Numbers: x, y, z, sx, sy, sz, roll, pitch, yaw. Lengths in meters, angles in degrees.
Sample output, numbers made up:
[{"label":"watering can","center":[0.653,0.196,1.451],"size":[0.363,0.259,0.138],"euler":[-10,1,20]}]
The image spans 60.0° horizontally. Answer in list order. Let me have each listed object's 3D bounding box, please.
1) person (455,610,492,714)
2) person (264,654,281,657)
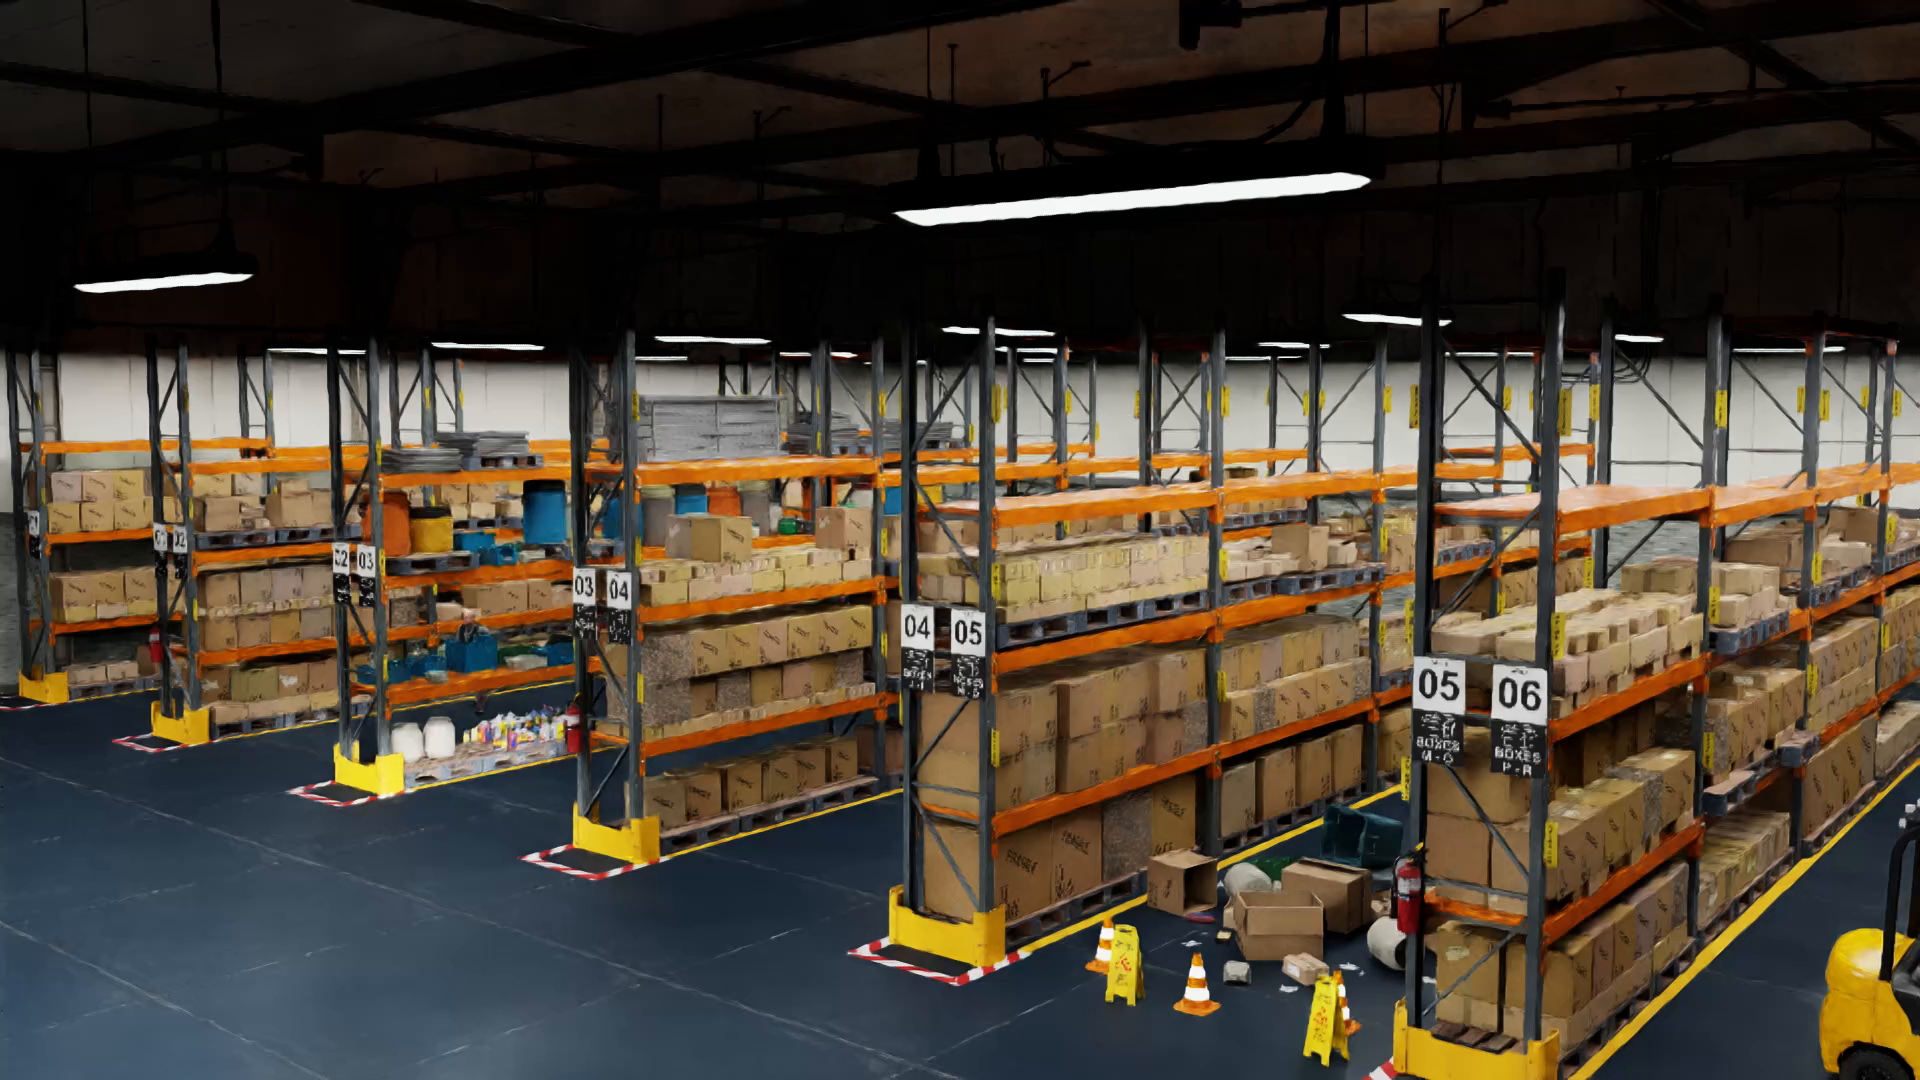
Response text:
[{"label":"person","center":[-7.773,1.929,26.727],"size":[0.682,1.662,0.844],"euler":[2,6,22]},{"label":"person","center":[-11.982,1.713,28.973],"size":[0.719,1.714,0.578],"euler":[4,7,38]}]
